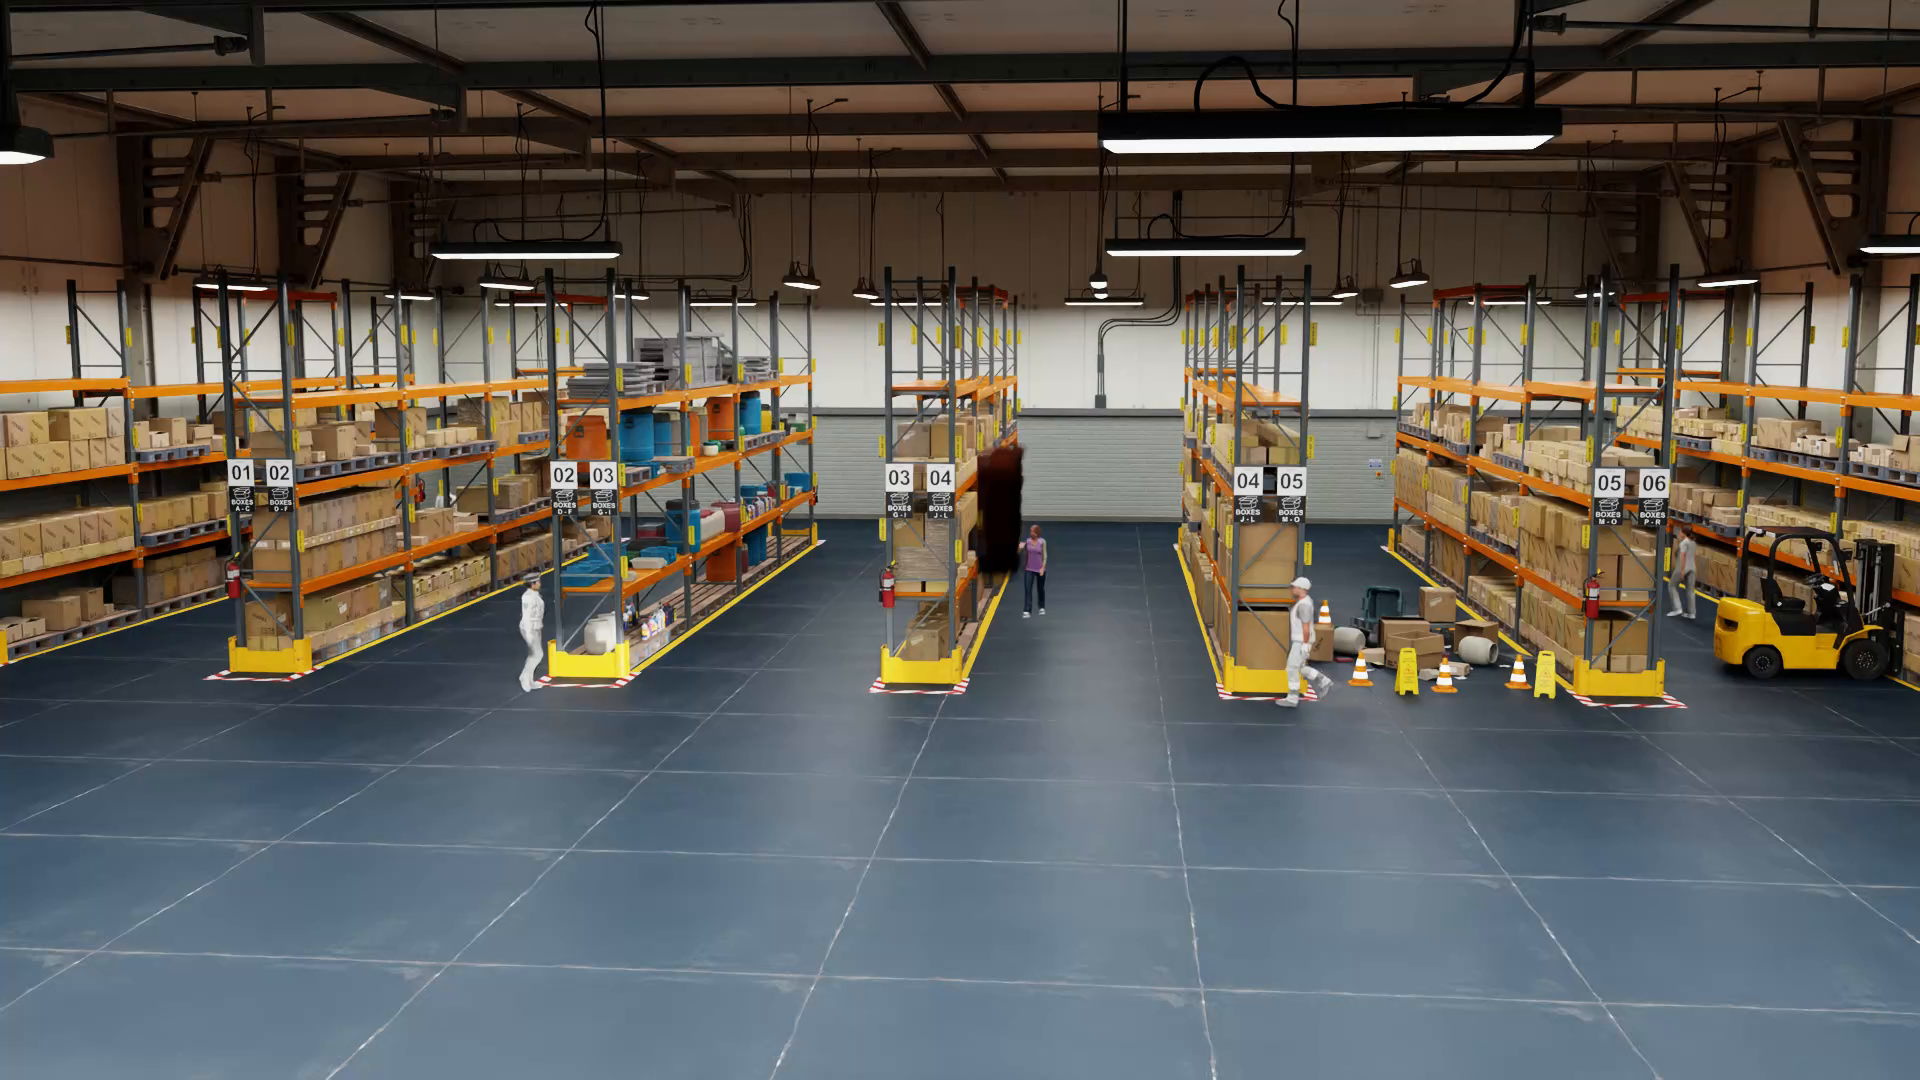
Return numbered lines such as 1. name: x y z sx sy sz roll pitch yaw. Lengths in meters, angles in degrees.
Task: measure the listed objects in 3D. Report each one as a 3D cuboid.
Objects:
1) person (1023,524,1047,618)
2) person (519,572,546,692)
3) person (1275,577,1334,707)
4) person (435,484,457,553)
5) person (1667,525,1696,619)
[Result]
1. person: 1.255 0.522 27.958 0.432 1.559 0.888 2 7 16
2. person: -6.066 1.300 23.633 0.391 1.681 0.509 1 7 8
3. person: 4.700 1.383 22.547 0.824 1.771 0.548 0 7 1
4. person: -11.995 -0.534 38.823 0.465 1.611 1.049 1 7 5
5. person: 12.993 0.574 29.698 0.435 1.666 0.547 -2 7 -14
